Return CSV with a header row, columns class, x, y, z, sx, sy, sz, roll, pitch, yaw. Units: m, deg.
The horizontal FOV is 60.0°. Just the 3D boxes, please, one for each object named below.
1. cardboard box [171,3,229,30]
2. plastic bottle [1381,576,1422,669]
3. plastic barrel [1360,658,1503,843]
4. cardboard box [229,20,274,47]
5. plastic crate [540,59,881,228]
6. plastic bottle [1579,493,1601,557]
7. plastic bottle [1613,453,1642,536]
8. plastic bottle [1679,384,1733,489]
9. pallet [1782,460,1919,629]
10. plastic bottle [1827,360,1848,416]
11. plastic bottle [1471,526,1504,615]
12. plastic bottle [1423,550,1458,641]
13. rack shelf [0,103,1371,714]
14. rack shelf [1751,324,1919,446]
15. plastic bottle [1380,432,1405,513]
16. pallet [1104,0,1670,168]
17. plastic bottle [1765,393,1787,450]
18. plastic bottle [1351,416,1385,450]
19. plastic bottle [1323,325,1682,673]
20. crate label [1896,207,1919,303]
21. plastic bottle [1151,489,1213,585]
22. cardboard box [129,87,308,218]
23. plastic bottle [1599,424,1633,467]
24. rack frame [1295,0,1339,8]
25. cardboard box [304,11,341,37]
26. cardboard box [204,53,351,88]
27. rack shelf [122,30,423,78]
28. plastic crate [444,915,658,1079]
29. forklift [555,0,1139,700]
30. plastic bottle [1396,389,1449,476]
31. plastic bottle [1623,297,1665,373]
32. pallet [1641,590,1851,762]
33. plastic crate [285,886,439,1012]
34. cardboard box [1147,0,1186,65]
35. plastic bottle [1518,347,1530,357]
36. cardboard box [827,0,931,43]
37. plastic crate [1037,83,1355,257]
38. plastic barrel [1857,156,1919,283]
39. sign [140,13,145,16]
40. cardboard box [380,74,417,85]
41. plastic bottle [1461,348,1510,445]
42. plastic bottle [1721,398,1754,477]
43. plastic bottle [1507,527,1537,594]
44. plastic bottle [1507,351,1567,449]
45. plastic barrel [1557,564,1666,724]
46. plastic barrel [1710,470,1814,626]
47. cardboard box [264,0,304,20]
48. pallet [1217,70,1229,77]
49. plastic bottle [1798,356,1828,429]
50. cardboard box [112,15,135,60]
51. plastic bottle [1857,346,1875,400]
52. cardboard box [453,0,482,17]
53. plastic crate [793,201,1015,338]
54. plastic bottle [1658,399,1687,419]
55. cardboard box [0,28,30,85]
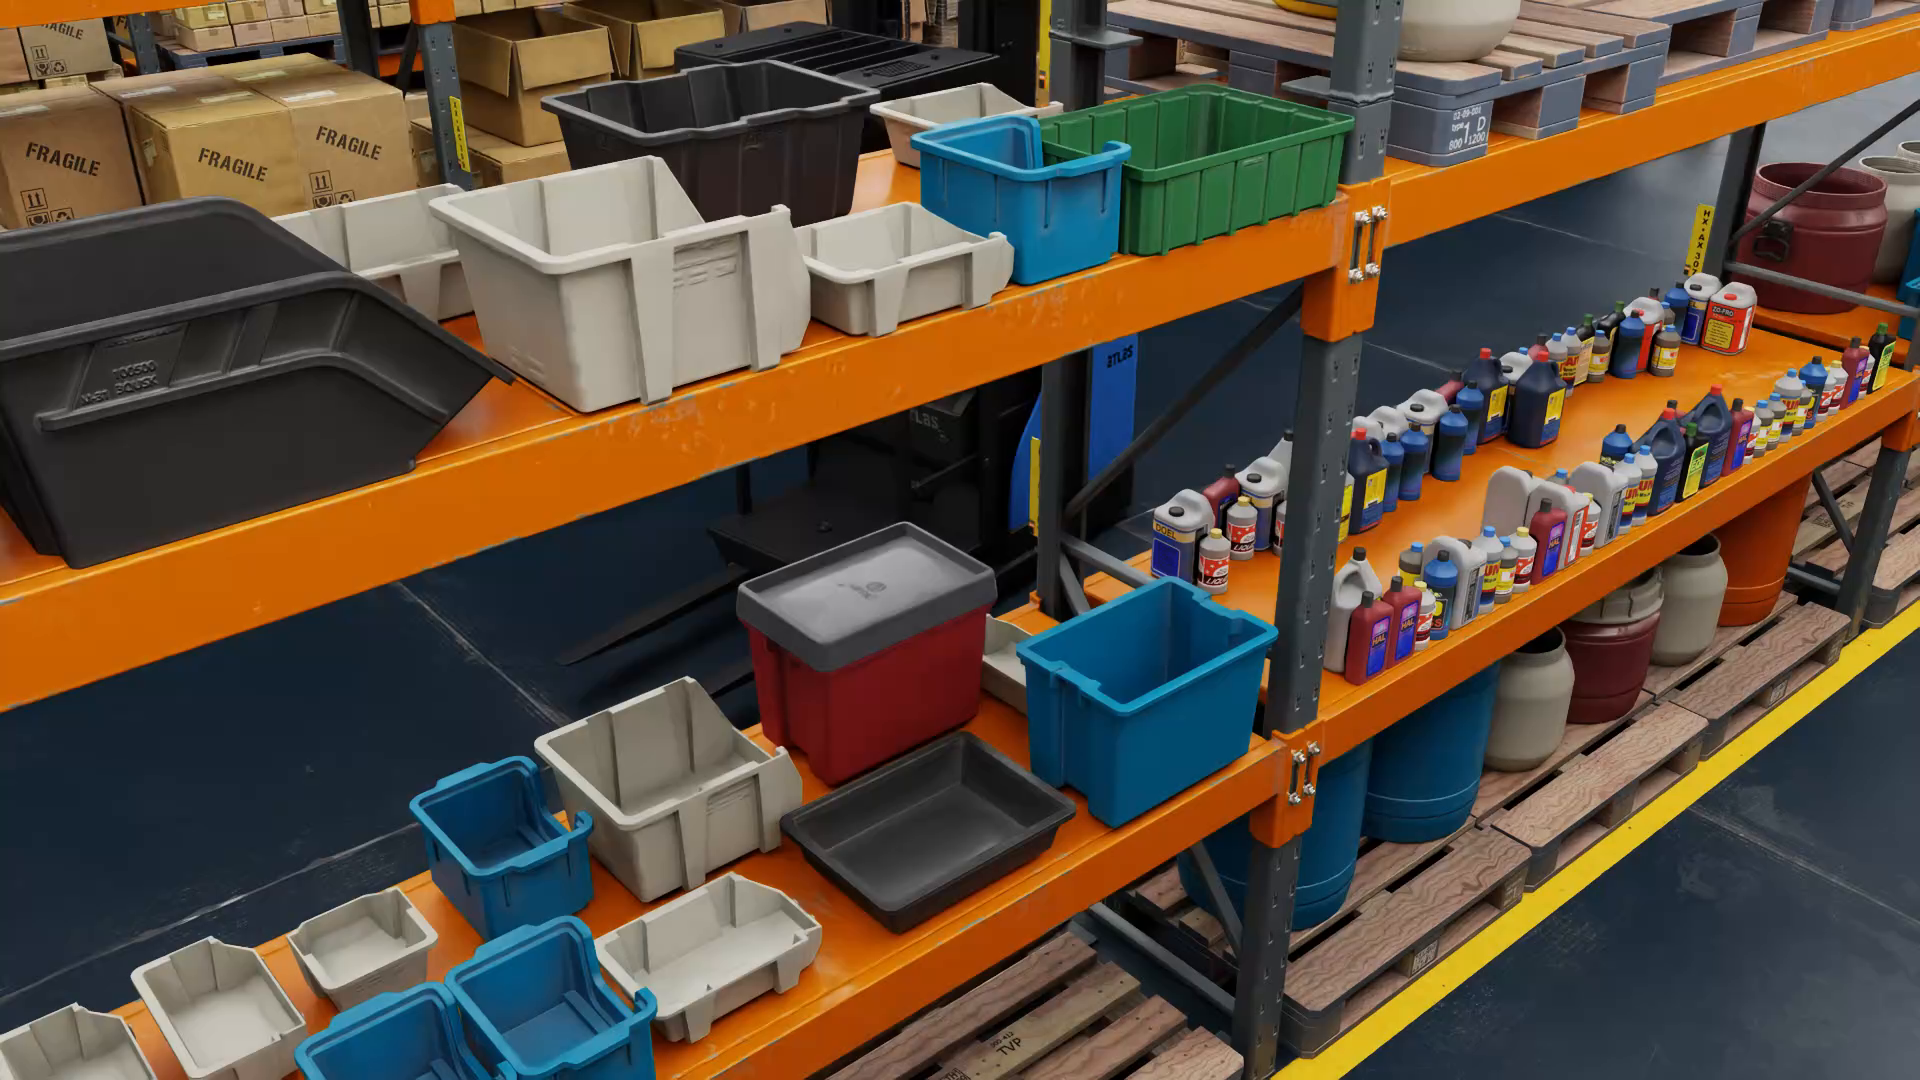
class,x,y,z,sx,sy,sz,roll,pitch,yaw
cardboard box,-5.155,-3.576,11.264,0.250,0.149,0.380,-21,35,-34
plastic bottle,1.261,0.222,4.776,0.133,0.283,0.061,-22,35,-35
plastic barrel,1.567,0.534,5.849,0.708,0.901,0.600,-22,35,-35
cardboard box,-4.948,-3.531,11.497,0.250,0.149,0.380,-21,35,-34
plastic crate,-0.519,-0.813,3.545,0.590,0.269,0.497,-22,35,-35
plastic bottle,2.013,-0.056,5.382,0.097,0.201,0.097,0,28,0
plastic bottle,2.190,-0.157,5.499,0.097,0.271,0.097,0,28,0
plastic bottle,2.598,-0.371,5.814,0.185,0.351,0.144,-22,35,-35
pallet,4.261,-0.046,8.112,1.213,0.211,1.003,-22,35,-35
plastic bottle,3.341,-0.589,6.381,0.097,0.201,0.097,0,28,0
plastic bottle,1.587,0.085,5.045,0.097,0.271,0.097,0,28,0
plastic bottle,1.411,0.156,4.912,0.097,0.271,0.097,0,28,0
rack shelf,-0.918,-0.223,3.066,4.000,0.370,1.077,-22,35,-35
rack shelf,5.168,-1.347,8.352,4.000,0.370,1.077,-22,35,-35
plastic bottle,1.450,-0.236,5.646,0.097,0.271,0.097,0,28,0
pallet,1.137,-1.344,4.600,1.003,0.211,1.213,-22,35,-35
plastic bottle,2.970,-0.440,6.102,0.097,0.201,0.097,0,28,0
plastic bottle,1.355,-0.277,5.718,0.135,0.276,0.152,-22,35,-35
plastic bottle,1.973,-0.312,5.703,2.872,0.351,0.643,-22,35,-35
crate label,4.578,-1.275,7.417,0.616,0.435,0.502,-22,35,-35
plastic bottle,0.694,-0.011,5.220,0.135,0.276,0.152,-22,35,-35
cardboard box,-3.171,-1.613,7.133,0.500,0.500,0.500,-21,35,-34
plastic bottle,2.244,-0.269,5.707,0.097,0.271,0.097,0,28,0
rack frame,0.602,-2.476,3.336,0.053,2.616,0.949,-22,35,-35
cardboard box,-4.564,-3.683,11.780,0.250,0.149,0.380,-21,35,-34
cardboard box,-3.141,-1.946,7.757,0.500,0.500,0.500,-22,35,-35
rack shelf,-4.232,-3.709,12.771,4.000,0.370,1.077,-22,35,-35
plastic crate,-0.808,0.990,3.330,0.300,0.233,0.416,-22,35,-35
forklift,-0.448,-1.047,7.100,1.130,2.935,3.031,21,35,34
plastic bottle,1.634,-0.389,5.927,0.135,0.276,0.152,-22,35,-35
plastic bottle,2.756,-0.840,6.771,0.135,0.276,0.152,-22,35,-35
pallet,3.074,0.433,7.216,1.213,0.211,1.003,-22,35,-35
plastic crate,-1.297,0.895,3.609,0.250,0.136,0.298,-22,35,-35
cardboard box,1.177,-3.444,10.961,0.500,0.500,0.700,-16,32,-28
plastic bottle,2.123,-0.601,6.328,0.097,0.271,0.097,0,28,0
cardboard box,-0.632,-2.899,9.322,0.637,0.503,0.797,-21,35,-34
plastic crate,0.478,-0.821,3.646,0.662,0.188,0.450,-22,35,-35
plastic barrel,4.291,-1.494,7.744,0.421,0.512,0.421,0,28,0
sign,-5.395,-3.604,10.893,0.005,0.325,0.100,-22,35,-35
cardboard box,-4.558,-3.466,12.964,0.500,0.250,0.500,-24,36,-37
plastic bottle,1.929,-0.543,6.136,0.185,0.351,0.144,-22,35,-35
plastic bottle,2.746,-0.375,5.893,0.133,0.283,0.061,-22,35,-35
plastic bottle,1.736,0.056,5.173,0.097,0.201,0.097,0,28,0
plastic bottle,2.130,-0.530,6.111,0.185,0.351,0.144,-22,35,-35
plastic barrel,2.426,0.327,6.569,0.708,0.588,0.600,-22,35,-35
plastic barrel,6.565,0.748,3.267,0.708,2.957,10.706,-22,35,-35
cardboard box,-4.763,-3.735,11.562,0.250,0.149,0.380,-21,35,-34
pallet,1.911,-3.365,11.567,1.213,0.211,1.003,-22,35,-35
plastic bottle,3.193,-0.561,6.253,0.097,0.271,0.097,0,28,0
cardboard box,-7.941,-4.904,16.053,0.875,0.875,0.875,-21,34,-34
plastic bottle,3.516,-0.660,6.513,0.097,0.201,0.097,0,28,0
cardboard box,-3.767,-4.006,12.385,0.250,0.149,0.380,-21,34,-33
plastic crate,-0.117,-0.510,3.120,0.466,0.136,0.293,-22,35,-35
plastic bottle,2.512,-0.370,5.884,0.133,0.283,0.061,-22,35,-35
cardboard box,-6.334,-3.182,10.600,0.500,0.500,0.500,-23,36,-36
